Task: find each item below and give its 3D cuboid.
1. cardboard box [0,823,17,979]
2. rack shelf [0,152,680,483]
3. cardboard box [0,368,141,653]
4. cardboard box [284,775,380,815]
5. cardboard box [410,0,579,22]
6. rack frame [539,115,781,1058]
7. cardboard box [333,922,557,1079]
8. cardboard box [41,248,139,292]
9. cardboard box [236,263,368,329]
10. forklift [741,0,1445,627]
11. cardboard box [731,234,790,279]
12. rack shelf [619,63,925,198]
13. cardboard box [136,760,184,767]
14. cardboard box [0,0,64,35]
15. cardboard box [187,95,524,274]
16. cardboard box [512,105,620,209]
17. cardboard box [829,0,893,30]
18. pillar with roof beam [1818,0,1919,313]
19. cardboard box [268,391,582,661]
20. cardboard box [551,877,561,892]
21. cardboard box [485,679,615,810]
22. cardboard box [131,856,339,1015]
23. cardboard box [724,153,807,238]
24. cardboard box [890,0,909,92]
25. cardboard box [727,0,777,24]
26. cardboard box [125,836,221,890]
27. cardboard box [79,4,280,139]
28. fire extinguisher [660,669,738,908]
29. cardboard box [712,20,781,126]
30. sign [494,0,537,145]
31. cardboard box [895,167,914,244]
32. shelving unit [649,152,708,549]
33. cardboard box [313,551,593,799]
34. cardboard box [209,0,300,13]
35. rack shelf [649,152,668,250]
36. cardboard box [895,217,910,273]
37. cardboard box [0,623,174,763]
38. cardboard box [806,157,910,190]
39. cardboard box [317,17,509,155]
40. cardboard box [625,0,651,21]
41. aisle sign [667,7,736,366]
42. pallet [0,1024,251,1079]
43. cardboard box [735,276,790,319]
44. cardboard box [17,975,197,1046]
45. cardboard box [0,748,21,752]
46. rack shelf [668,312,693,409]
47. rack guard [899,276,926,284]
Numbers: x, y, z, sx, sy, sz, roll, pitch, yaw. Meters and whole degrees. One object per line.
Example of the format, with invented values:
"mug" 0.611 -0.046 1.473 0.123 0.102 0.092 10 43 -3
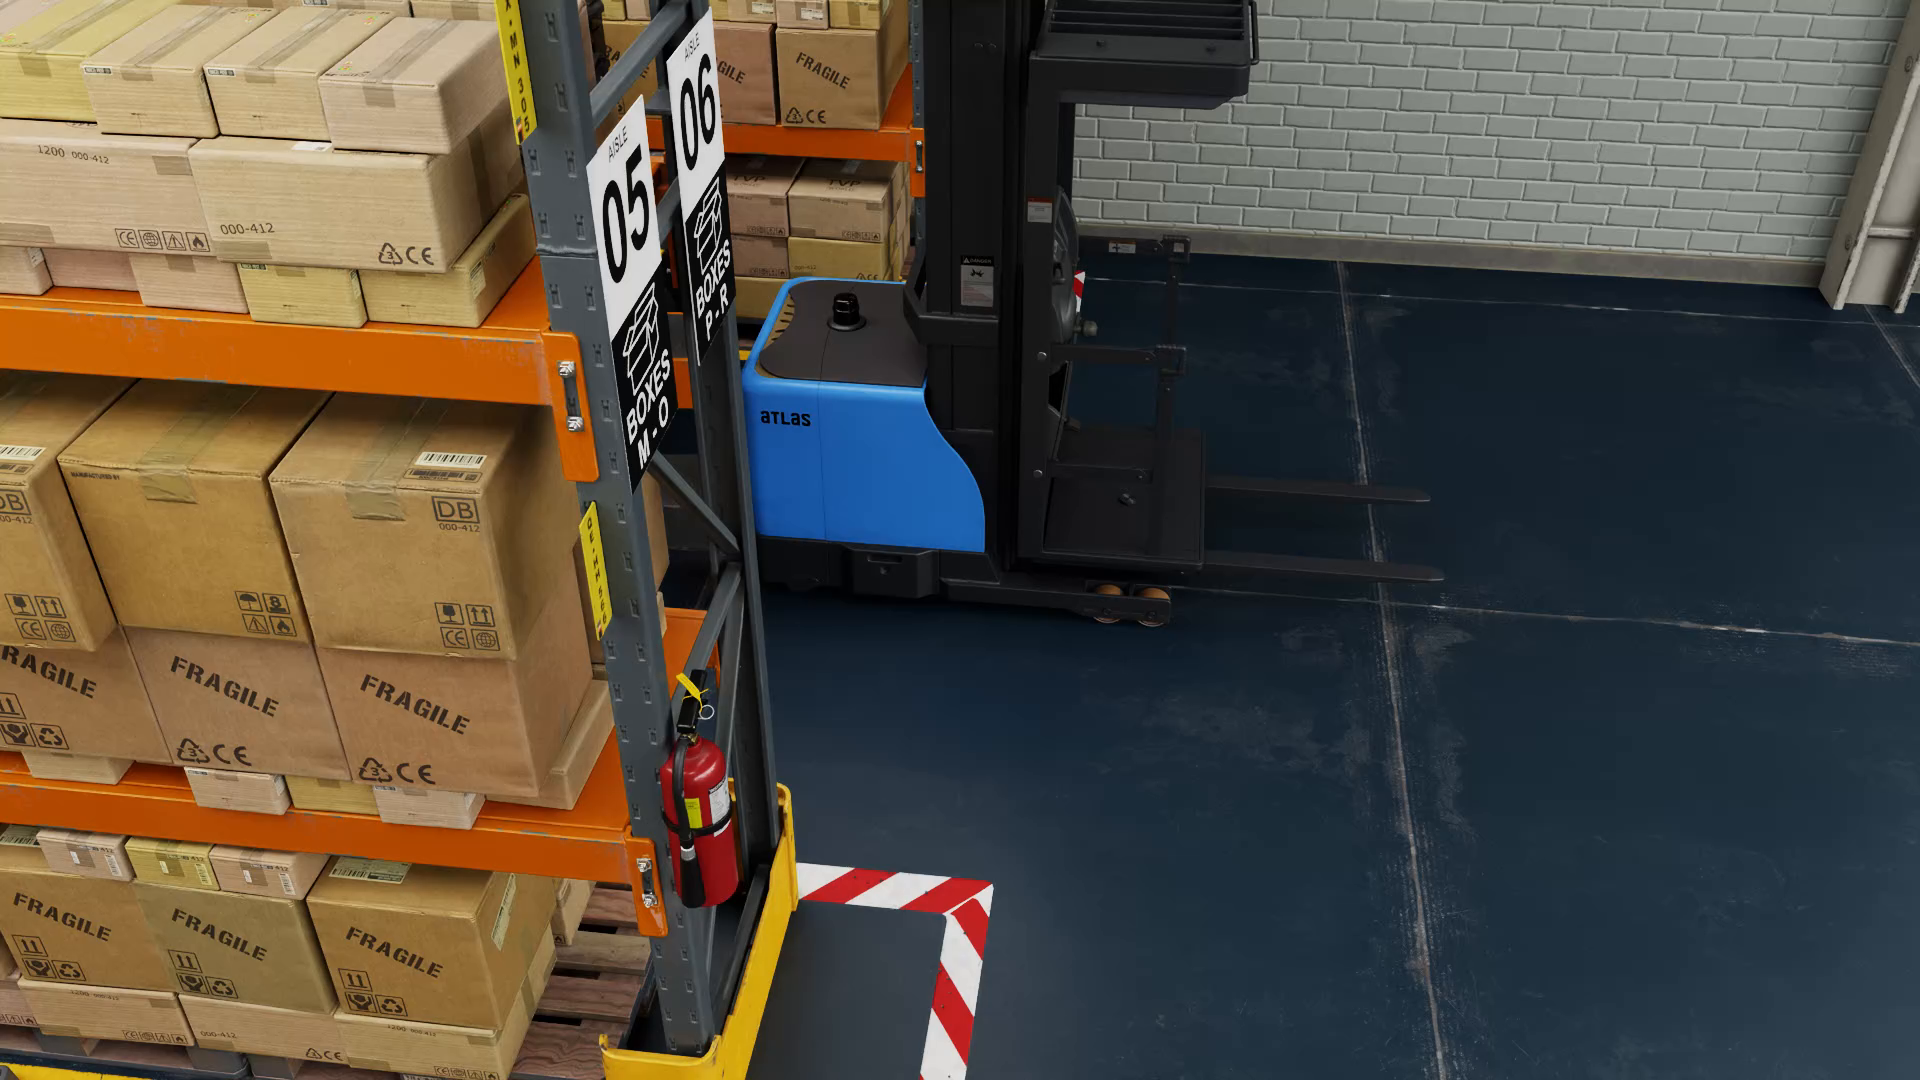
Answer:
"cardboard box" -3.110 0.974 5.164 0.500 0.500 0.500 6 36 8
"rack shelf" -2.723 -0.721 4.215 4.000 0.370 1.077 4 36 6
"cardboard box" -2.294 -0.146 4.169 0.500 0.500 0.700 4 36 5
"cardboard box" -1.655 0.567 4.590 0.250 0.149 0.380 4 36 5
"cardboard box" -1.066 -1.232 3.842 0.250 0.149 0.380 4 36 6
"rack frame" -0.740 0.355 4.670 0.127 3.000 1.000 4 36 6
"cardboard box" -1.599 1.397 5.216 0.500 0.250 0.500 4 36 6
"cardboard box" -1.882 -0.725 3.818 0.250 0.149 0.380 5 36 6
"cardboard box" -1.380 -0.628 3.682 0.250 0.149 0.380 5 36 6
"forklift" 0.619 -1.147 6.834 3.031 2.935 1.130 4 36 6
"cardboard box" -1.130 -1.660 9.068 0.500 0.250 0.500 4 36 5
"rack shelf" -2.095 -2.360 9.094 4.000 0.370 1.077 4 36 6
"cardboard box" -2.150 0.465 4.732 0.250 0.149 0.380 5 36 7
"cardboard box" -2.106 -1.063 3.605 0.250 0.149 0.380 4 36 6
"cardboard box" -1.281 -0.808 3.592 0.500 0.250 0.500 4 36 5
"cardboard box" -1.027 -0.975 4.168 0.250 0.149 0.380 4 36 6
"cardboard box" -0.491 -2.674 8.270 0.250 0.149 0.380 5 36 7
"pillar with roof beam" 4.716 -2.593 3.638 0.400 9.000 9.100 4 36 6
"cardboard box" -1.274 -0.126 4.141 0.500 0.500 0.700 3 36 5
"cardboard box" -1.528 0.778 5.438 0.500 0.500 0.500 3 36 4
"cardboard box" -1.138 0.553 4.609 0.250 0.149 0.380 5 36 8
"cardboard box" -2.085 1.052 5.053 0.500 0.500 0.500 6 36 8
"cardboard box" -1.115 -1.853 8.909 0.500 0.250 0.500 5 36 7
"cardboard box" -0.567 -2.743 8.925 0.500 0.500 0.500 5 36 7
"cardboard box" -0.997 -2.730 8.349 0.250 0.149 0.380 5 36 7
"cardboard box" -2.189 0.816 4.826 0.250 0.149 0.380 5 36 7
"cardboard box" -1.619 -0.993 3.506 0.250 0.149 0.380 4 36 5
"fire extinguisher" -0.685 0.661 4.309 0.183 0.674 0.296 4 36 6
"cardboard box" -1.146 -2.475 8.549 0.500 0.500 0.500 5 36 7
"sign" -0.830 -0.908 3.096 0.005 0.325 0.100 4 36 6
"cardboard box" -0.551 -1.915 9.426 0.500 0.250 0.500 5 36 7
"shelving unit" -1.199 -0.658 6.861 0.503 2.100 0.431 1 36 0
"cardboard box" -1.313 0.312 4.389 0.500 0.500 0.500 4 36 5
"cardboard box" -1.558 -1.295 3.931 0.250 0.149 0.380 4 36 6
"rack shelf" -1.193 -1.217 6.462 0.480 0.518 0.431 1 36 0
"cardboard box" -0.573 -1.706 9.564 0.500 0.250 0.500 4 36 6
"cardboard box" -2.305 0.233 4.499 0.500 0.500 0.500 4 36 6
"cardboard box" -0.564 -2.109 9.267 0.500 0.250 0.500 4 36 5
"cardboard box" -1.113 -0.943 3.437 0.250 0.149 0.380 5 36 6
"cardboard box" -1.513 -2.748 8.374 0.250 0.149 0.380 3 36 4
"aisle sign" -0.639 -0.877 4.159 0.004 0.787 0.394 4 36 6
"pallet" -2.823 1.312 5.730 1.213 0.211 1.003 4 36 6
"cardboard box" -1.109 -1.452 9.208 0.500 0.250 0.500 4 36 6
"cardboard box" -2.608 1.320 5.324 0.500 0.250 0.500 3 36 4
"cardboard box" -2.651 0.429 4.784 0.250 0.149 0.380 4 36 6
"rack shelf" -1.199 -0.647 6.869 0.480 0.518 0.431 1 36 0
"rack guard" -0.087 -1.486 9.402 0.348 0.500 1.175 4 36 6
